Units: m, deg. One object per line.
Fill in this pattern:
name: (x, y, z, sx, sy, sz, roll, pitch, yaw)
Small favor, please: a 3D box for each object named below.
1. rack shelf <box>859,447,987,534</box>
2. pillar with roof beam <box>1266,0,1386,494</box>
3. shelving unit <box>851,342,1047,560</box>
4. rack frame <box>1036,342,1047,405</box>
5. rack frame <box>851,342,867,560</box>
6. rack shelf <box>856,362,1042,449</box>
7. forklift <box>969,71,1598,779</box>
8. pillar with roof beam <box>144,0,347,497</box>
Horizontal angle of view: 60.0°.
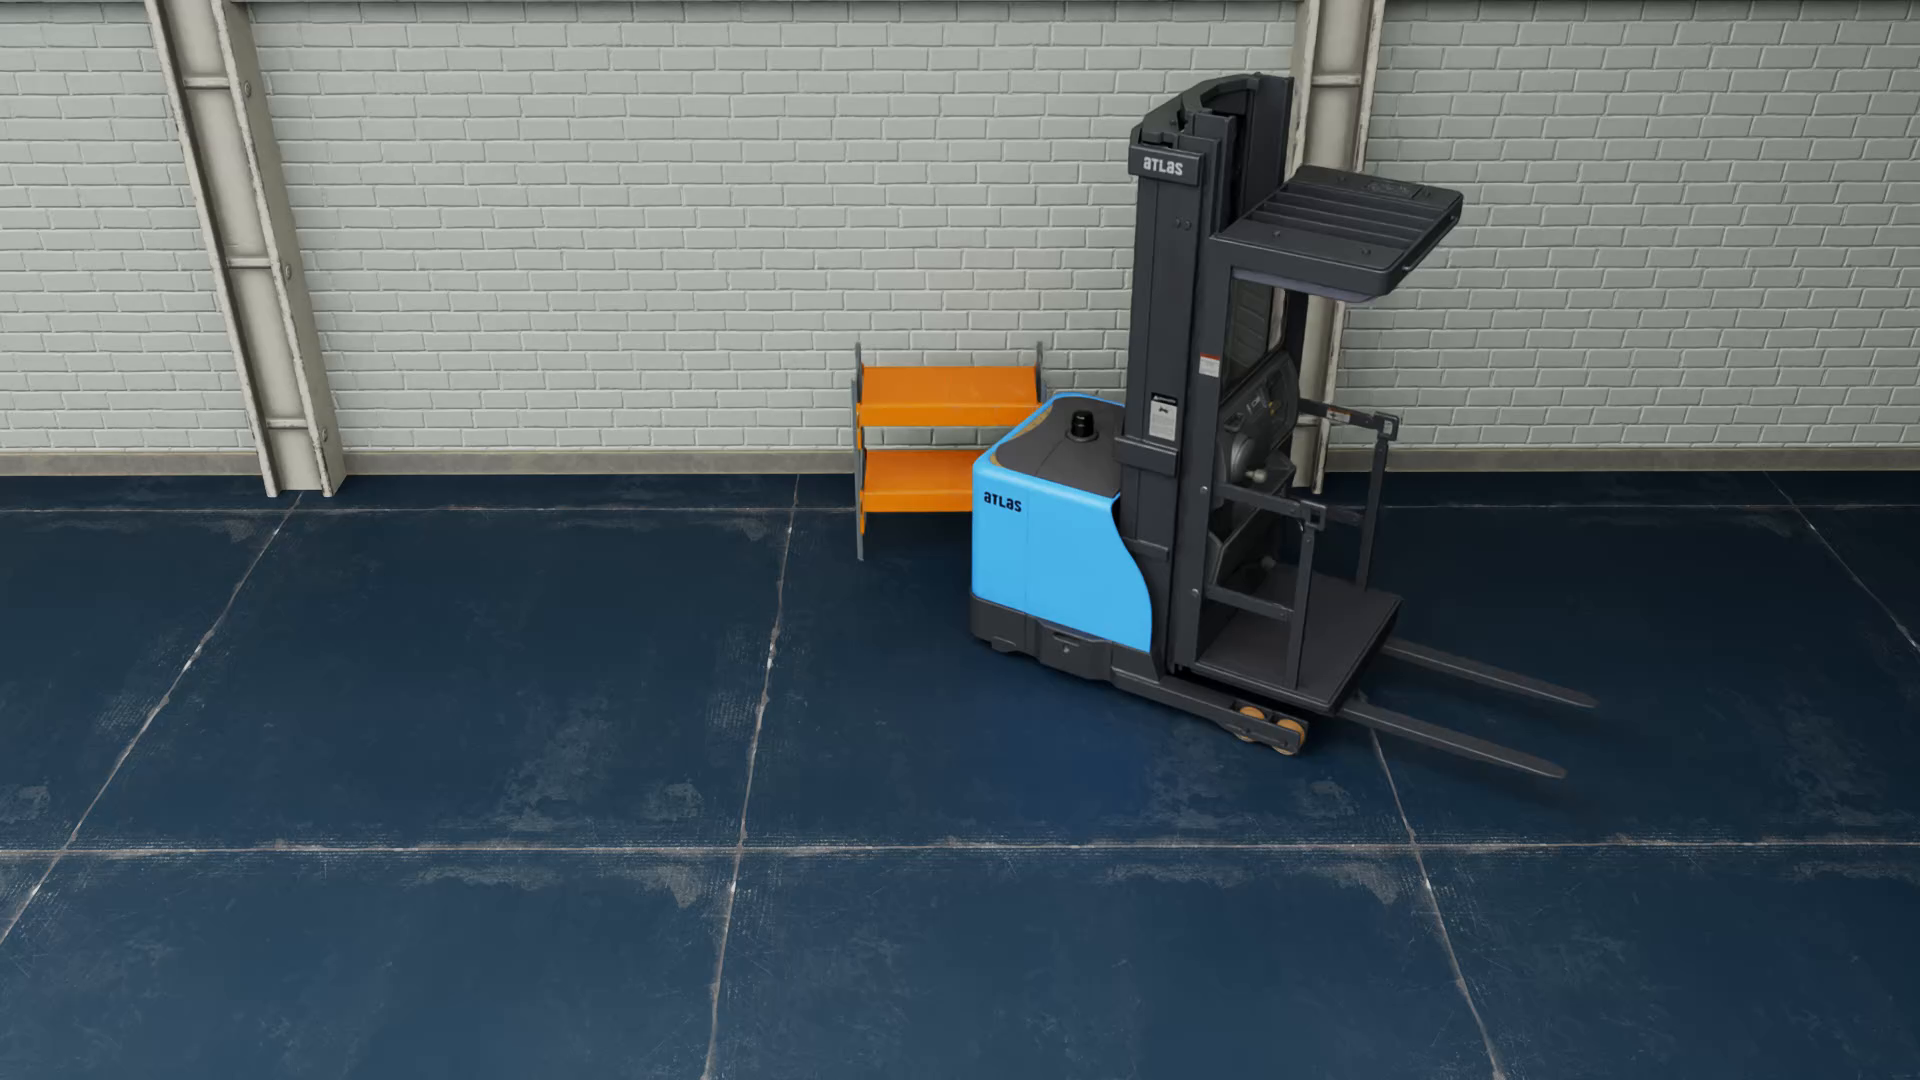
rack shelf: (-0.059, -0.288, 9.501, 1.000, 0.278, 0.538, 0, 31, 0)
pillar with roof beam: (2.027, -1.975, 4.219, 0.400, 9.000, 9.100, 0, 31, 0)
shelving unit: (-0.059, -0.497, 9.374, 1.048, 1.125, 0.538, 0, 31, 0)
rack frame: (0.449, -0.499, 9.377, 0.032, 1.125, 0.500, 0, 31, 0)
rack frame: (-0.567, -0.496, 9.372, 0.032, 1.125, 0.500, 0, 31, 0)
rack shelf: (-0.059, -0.747, 9.222, 1.000, 0.278, 0.538, 0, 31, 0)
forklift: (1.576, -0.543, 7.709, 3.031, 2.935, 1.130, 17, 35, 26)
pillar with roof beam: (-3.973, -1.956, 4.188, 0.400, 9.000, 9.100, 0, 31, 0)
